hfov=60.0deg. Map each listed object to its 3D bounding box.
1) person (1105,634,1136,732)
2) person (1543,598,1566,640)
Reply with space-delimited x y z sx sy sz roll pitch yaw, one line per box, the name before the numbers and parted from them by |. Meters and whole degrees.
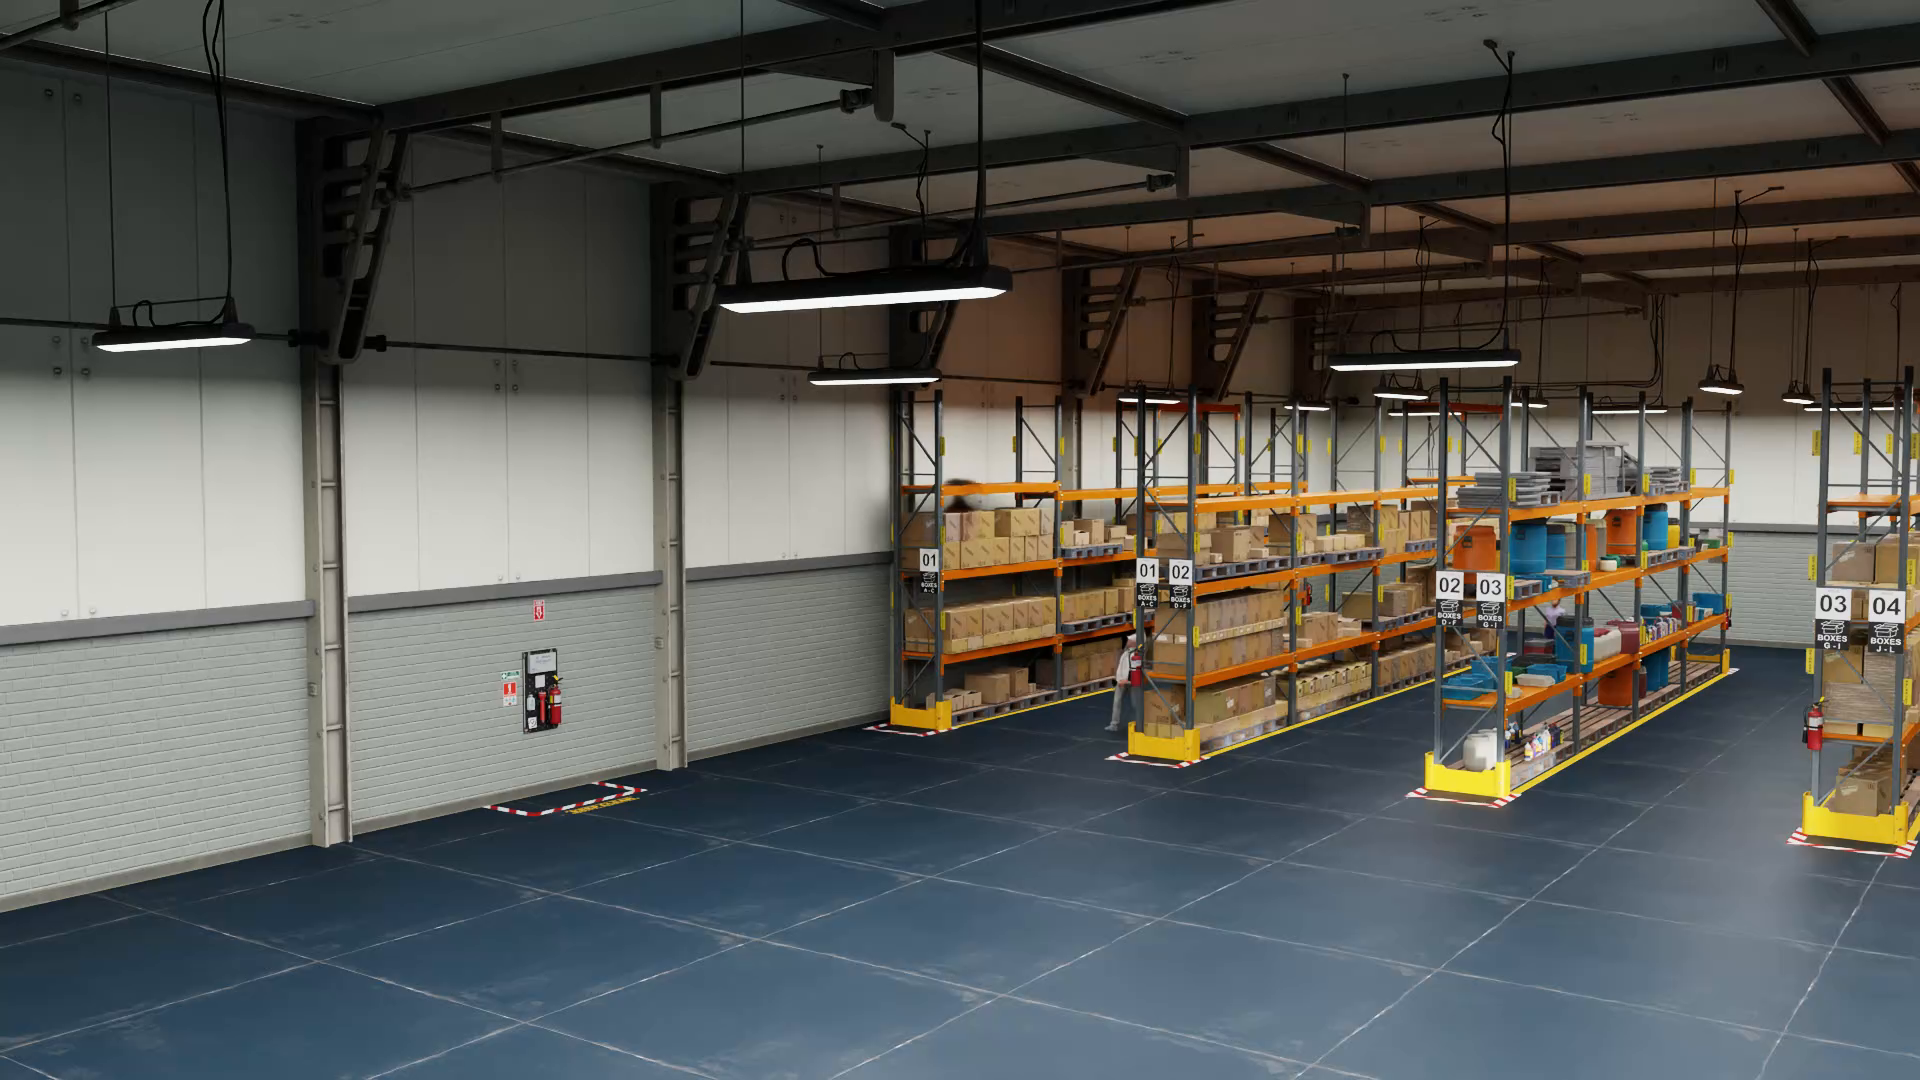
person | 2.941 2.498 29.133 0.495 1.705 1.045 2 4 33
person | 13.494 2.068 37.685 0.508 1.602 0.665 2 4 33
